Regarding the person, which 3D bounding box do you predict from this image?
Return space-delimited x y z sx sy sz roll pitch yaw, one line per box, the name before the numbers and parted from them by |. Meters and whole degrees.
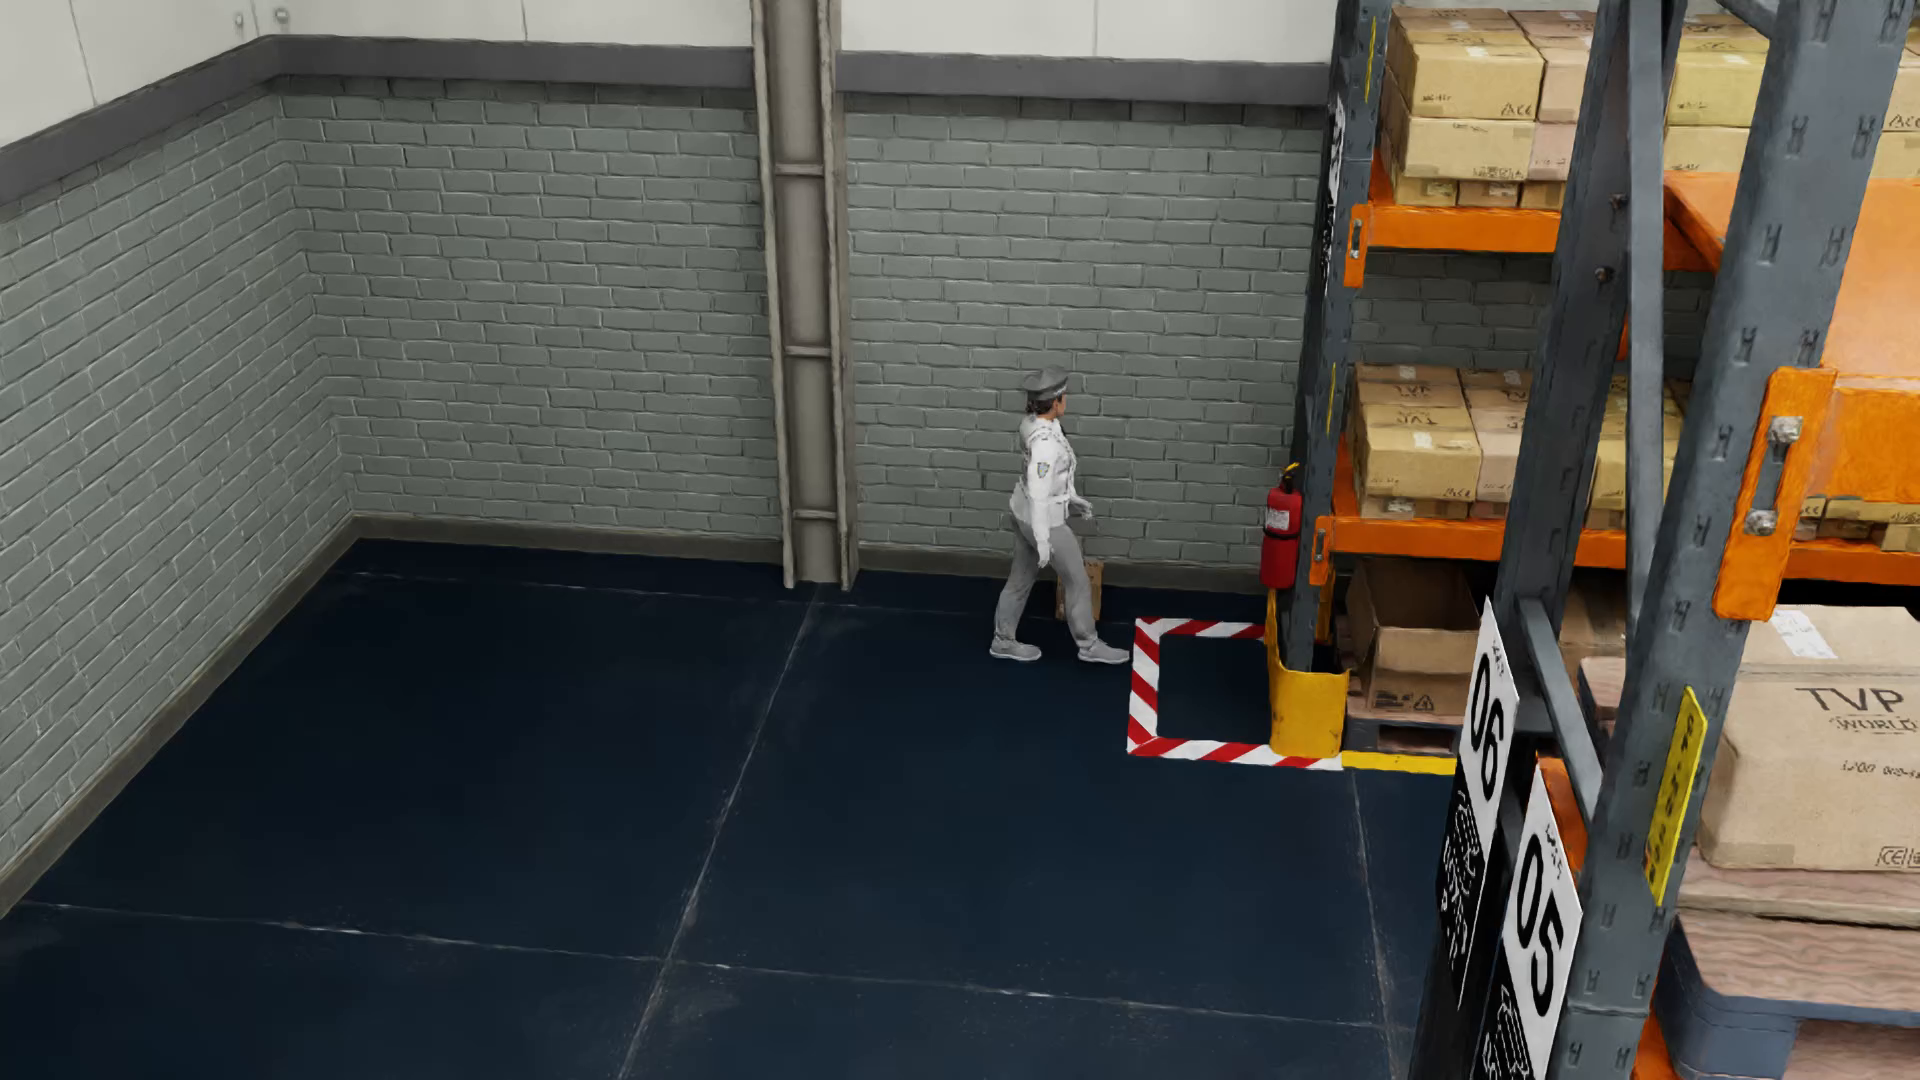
person | 0.527 -0.111 8.810 0.739 1.649 0.540 -6 29 -11
